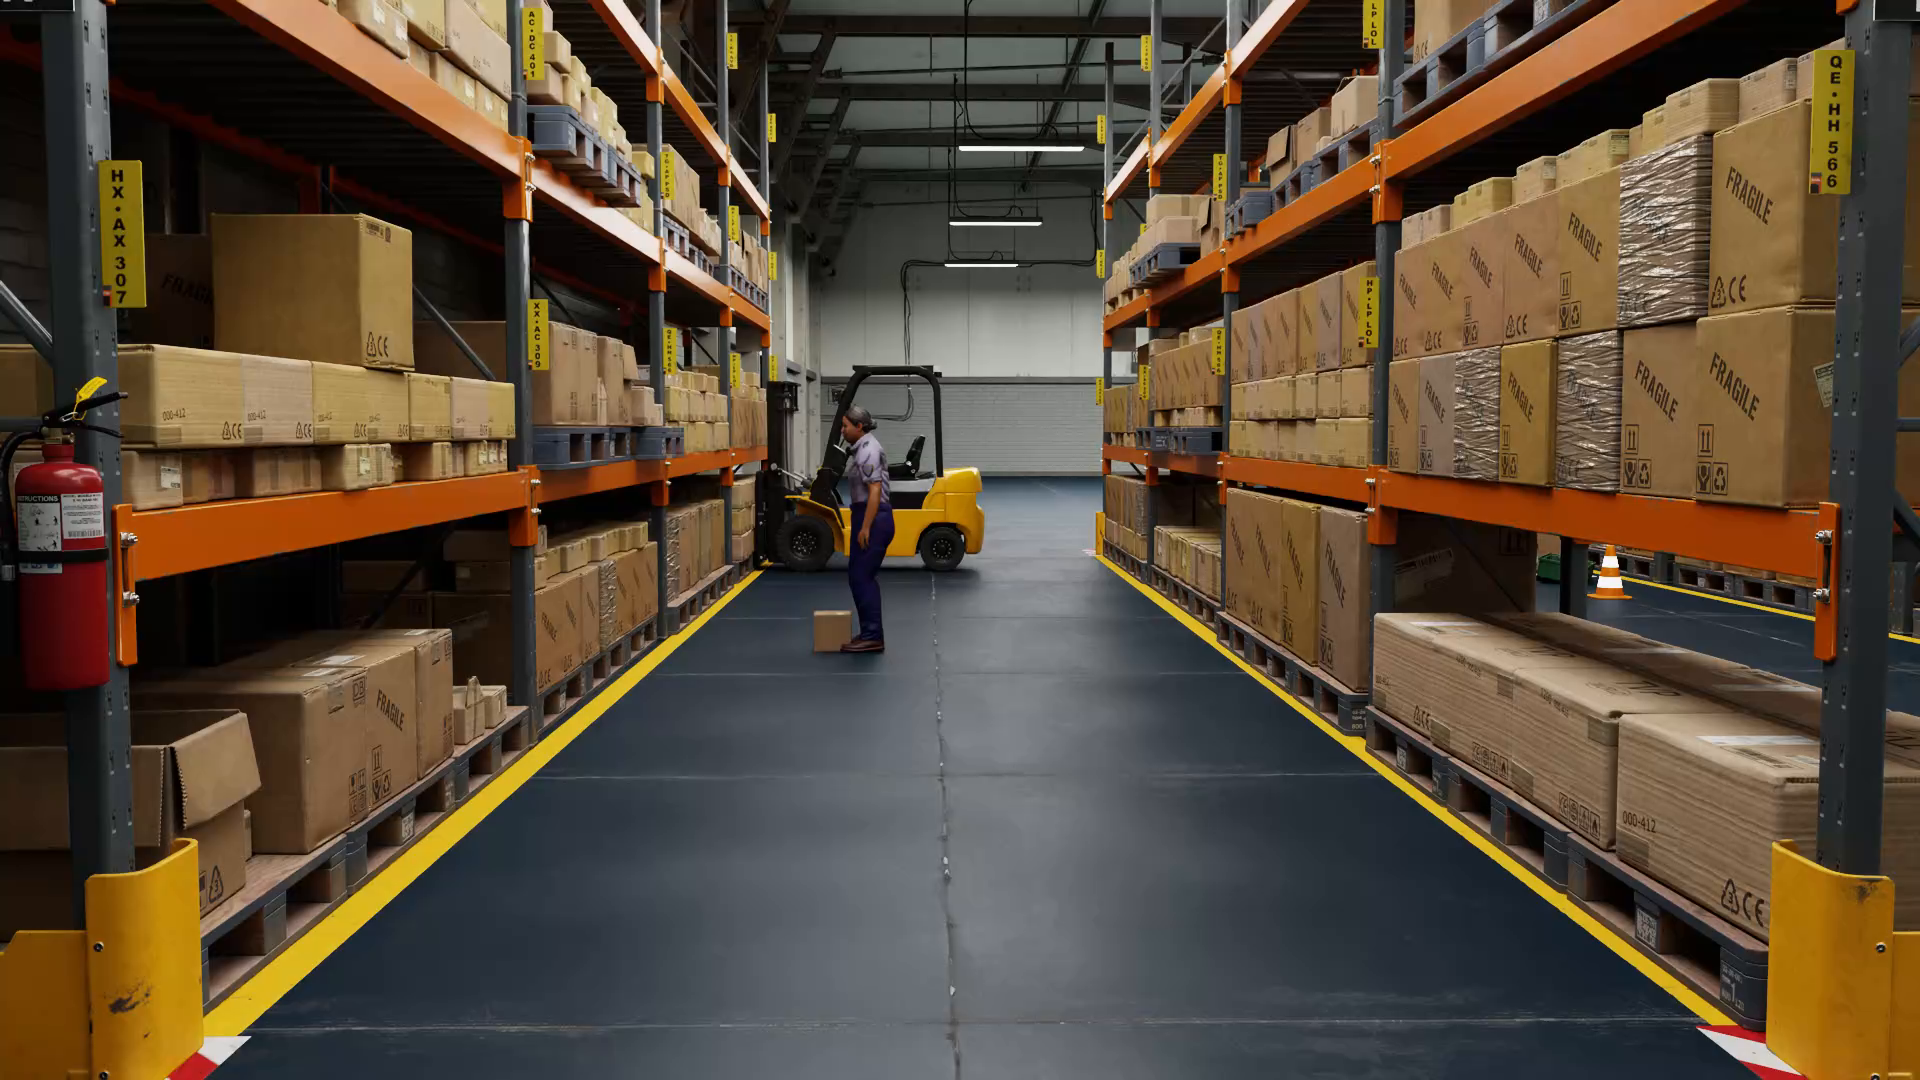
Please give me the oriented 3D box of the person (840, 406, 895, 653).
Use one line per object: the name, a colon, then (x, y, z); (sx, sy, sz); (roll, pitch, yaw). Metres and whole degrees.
person: (-0.629, -0.081, 11.266); (0.372, 1.650, 0.546); (0, 4, -4)
